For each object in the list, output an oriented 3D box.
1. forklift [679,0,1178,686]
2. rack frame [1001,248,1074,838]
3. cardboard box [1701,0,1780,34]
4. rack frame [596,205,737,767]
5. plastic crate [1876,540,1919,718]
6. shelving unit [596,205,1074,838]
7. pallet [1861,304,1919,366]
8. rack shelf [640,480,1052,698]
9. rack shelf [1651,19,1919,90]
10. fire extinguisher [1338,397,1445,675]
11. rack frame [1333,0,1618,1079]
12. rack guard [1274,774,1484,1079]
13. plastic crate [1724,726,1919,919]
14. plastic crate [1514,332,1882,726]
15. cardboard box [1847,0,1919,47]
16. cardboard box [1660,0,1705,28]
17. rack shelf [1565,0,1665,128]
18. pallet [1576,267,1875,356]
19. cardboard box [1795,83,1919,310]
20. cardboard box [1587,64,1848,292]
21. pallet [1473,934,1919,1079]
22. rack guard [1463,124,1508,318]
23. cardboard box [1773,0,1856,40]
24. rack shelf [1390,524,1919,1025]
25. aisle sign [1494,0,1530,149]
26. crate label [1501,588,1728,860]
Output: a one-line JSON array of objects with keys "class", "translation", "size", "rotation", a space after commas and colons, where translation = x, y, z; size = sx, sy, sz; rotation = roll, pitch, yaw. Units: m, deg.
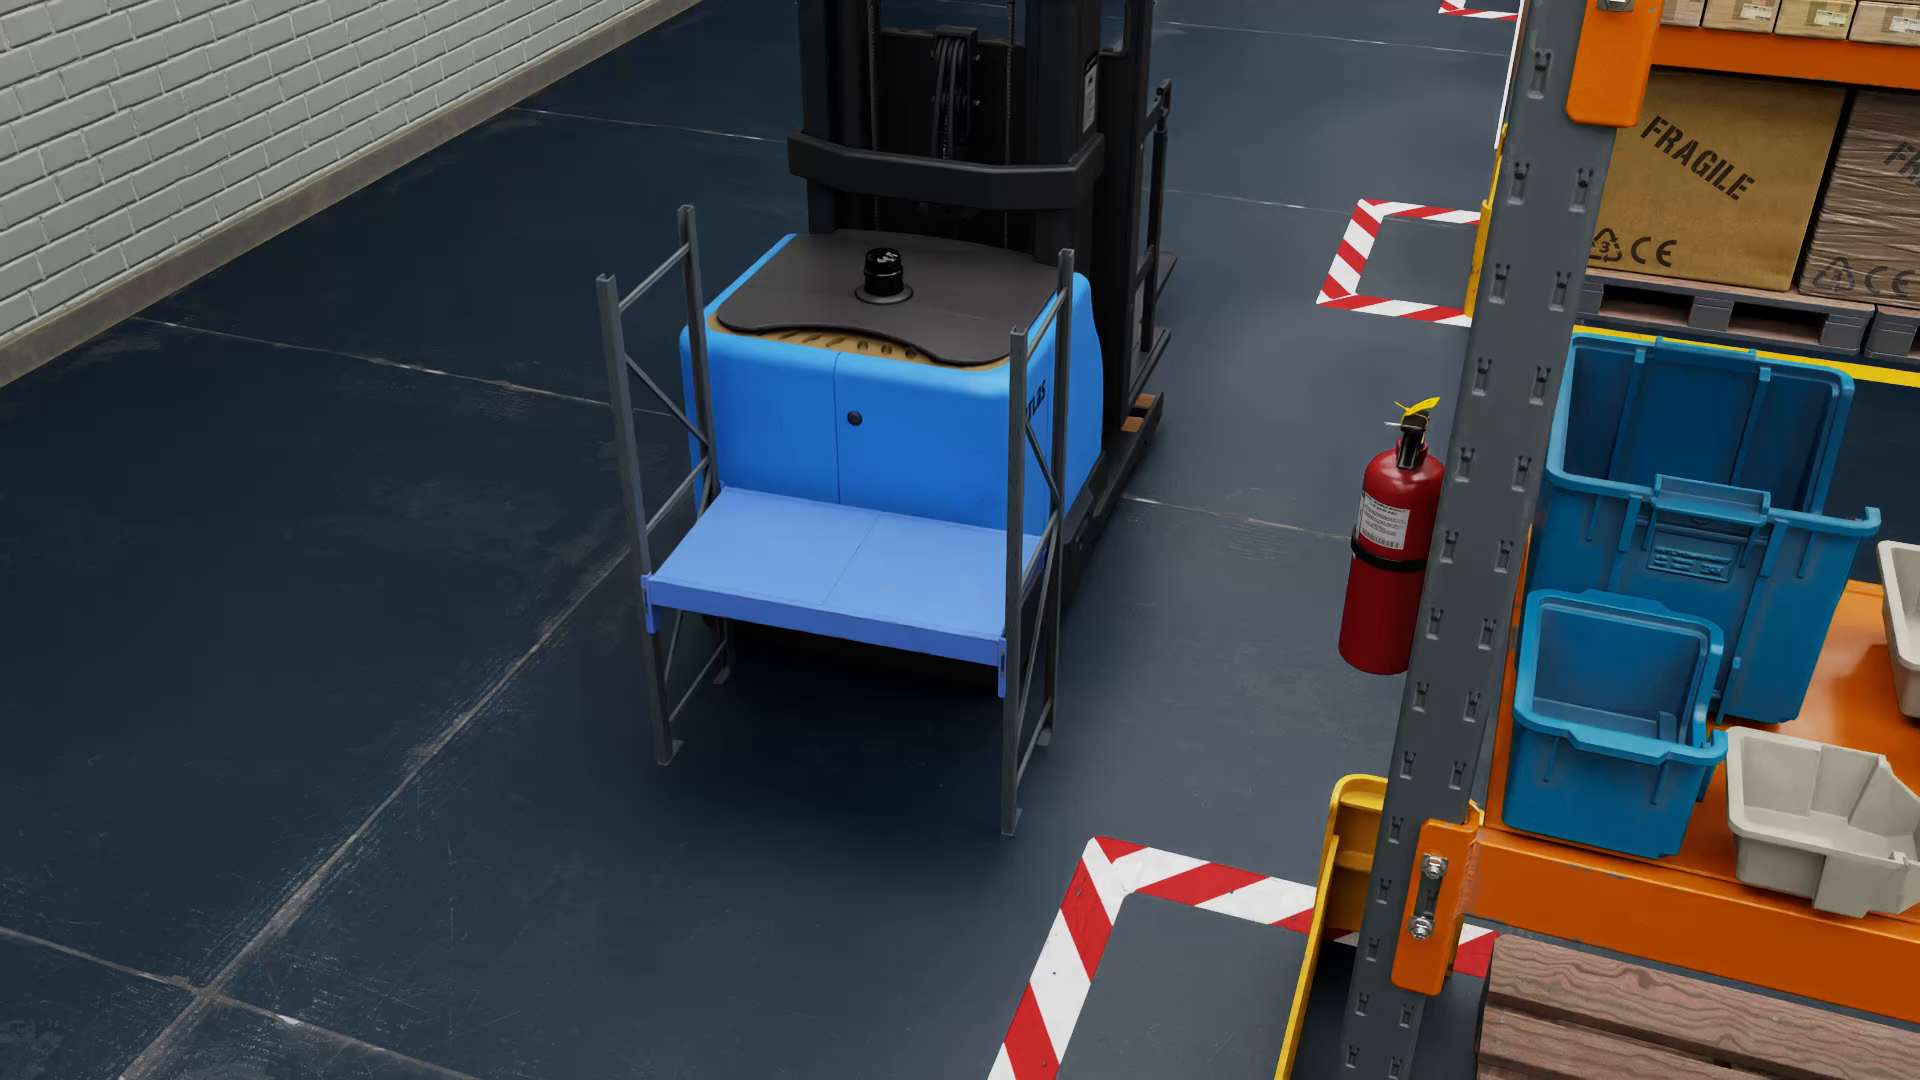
[{"class": "forklift", "translation": [0.141, -1.590, 5.510], "size": [1.130, 2.935, 3.031], "rotation": [11, 34, 16]}, {"class": "rack frame", "translation": [0.196, 0.043, 4.300], "size": [0.032, 1.500, 0.500], "rotation": [9, 34, 14]}, {"class": "cardboard box", "translation": [3.037, -2.108, 6.482], "size": [0.250, 0.149, 0.380], "rotation": [11, 34, 16]}, {"class": "rack frame", "translation": [-0.778, -0.114, 4.543], "size": [0.032, 1.500, 0.500], "rotation": [9, 34, 14]}, {"class": "plastic crate", "translation": [1.729, 0.178, 2.897], "size": [0.243, 0.136, 0.396], "rotation": [11, 34, 16]}, {"class": "shelving unit", "translation": [-0.291, -0.035, 4.422], "size": [1.048, 1.500, 0.538], "rotation": [9, 34, 14]}, {"class": "pallet", "translation": [4.495, -0.992, 7.091], "size": [1.213, 0.211, 1.003], "rotation": [11, 34, 16]}, {"class": "rack shelf", "translation": [-0.291, 0.116, 4.519], "size": [1.000, 0.185, 0.538], "rotation": [9, 34, 14]}, {"class": "rack shelf", "translation": [4.454, -1.825, 6.475], "size": [4.000, 0.370, 1.077], "rotation": [11, 34, 16]}, {"class": "fire extinguisher", "translation": [0.912, -0.035, 3.454], "size": [0.183, 0.674, 0.296], "rotation": [11, 34, 16]}, {"class": "rack frame", "translation": [0.901, 0.035, 2.930], "size": [0.127, 3.000, 1.000], "rotation": [11, 34, 16]}, {"class": "rack guard", "translation": [0.874, 1.088, 3.604], "size": [0.348, 0.500, 1.175], "rotation": [11, 34, 16]}, {"class": "plastic crate", "translation": [1.296, 0.435, 2.498], "size": [0.298, 0.136, 0.250], "rotation": [11, 34, 16]}, {"class": "plastic crate", "translation": [1.279, -0.039, 2.957], "size": [0.499, 0.435, 0.616], "rotation": [11, 34, 16]}, {"class": "cardboard box", "translation": [3.524, -2.015, 6.336], "size": [0.250, 0.149, 0.380], "rotation": [10, 34, 16]}, {"class": "cardboard box", "translation": [2.795, -2.155, 6.553], "size": [0.250, 0.149, 0.380], "rotation": [11, 35, 17]}, {"class": "rack shelf", "translation": [2.783, -0.556, 1.744], "size": [4.000, 0.370, 1.077], "rotation": [11, 34, 16]}, {"class": "pallet", "translation": [3.351, -1.216, 7.438], "size": [1.213, 0.211, 1.003], "rotation": [11, 34, 16]}, {"class": "cardboard box", "translation": [4.058, -1.535, 6.933], "size": [0.875, 0.875, 0.875], "rotation": [11, 34, 16]}, {"class": "cardboard box", "translation": [3.201, -1.701, 7.191], "size": [0.875, 0.875, 0.875], "rotation": [11, 34, 16]}, {"class": "pallet", "translation": [1.664, 1.378, 3.422], "size": [1.213, 0.211, 1.003], "rotation": [11, 34, 16]}, {"class": "rack guard", "translation": [2.549, -1.448, 7.532], "size": [0.348, 0.500, 1.175], "rotation": [11, 34, 16]}, {"class": "cardboard box", "translation": [3.278, -2.062, 6.409], "size": [0.250, 0.149, 0.380], "rotation": [10, 34, 15]}, {"class": "rack shelf", "translation": [2.783, 0.704, 2.558], "size": [4.000, 0.370, 1.077], "rotation": [11, 34, 16]}, {"class": "aisle sign", "translation": [0.733, -0.918, 2.010], "size": [0.004, 0.787, 0.394], "rotation": [11, 34, 16]}, {"class": "crate label", "translation": [1.022, 0.294, 2.628], "size": [0.303, 0.233, 0.416], "rotation": [11, 34, 16]}]
